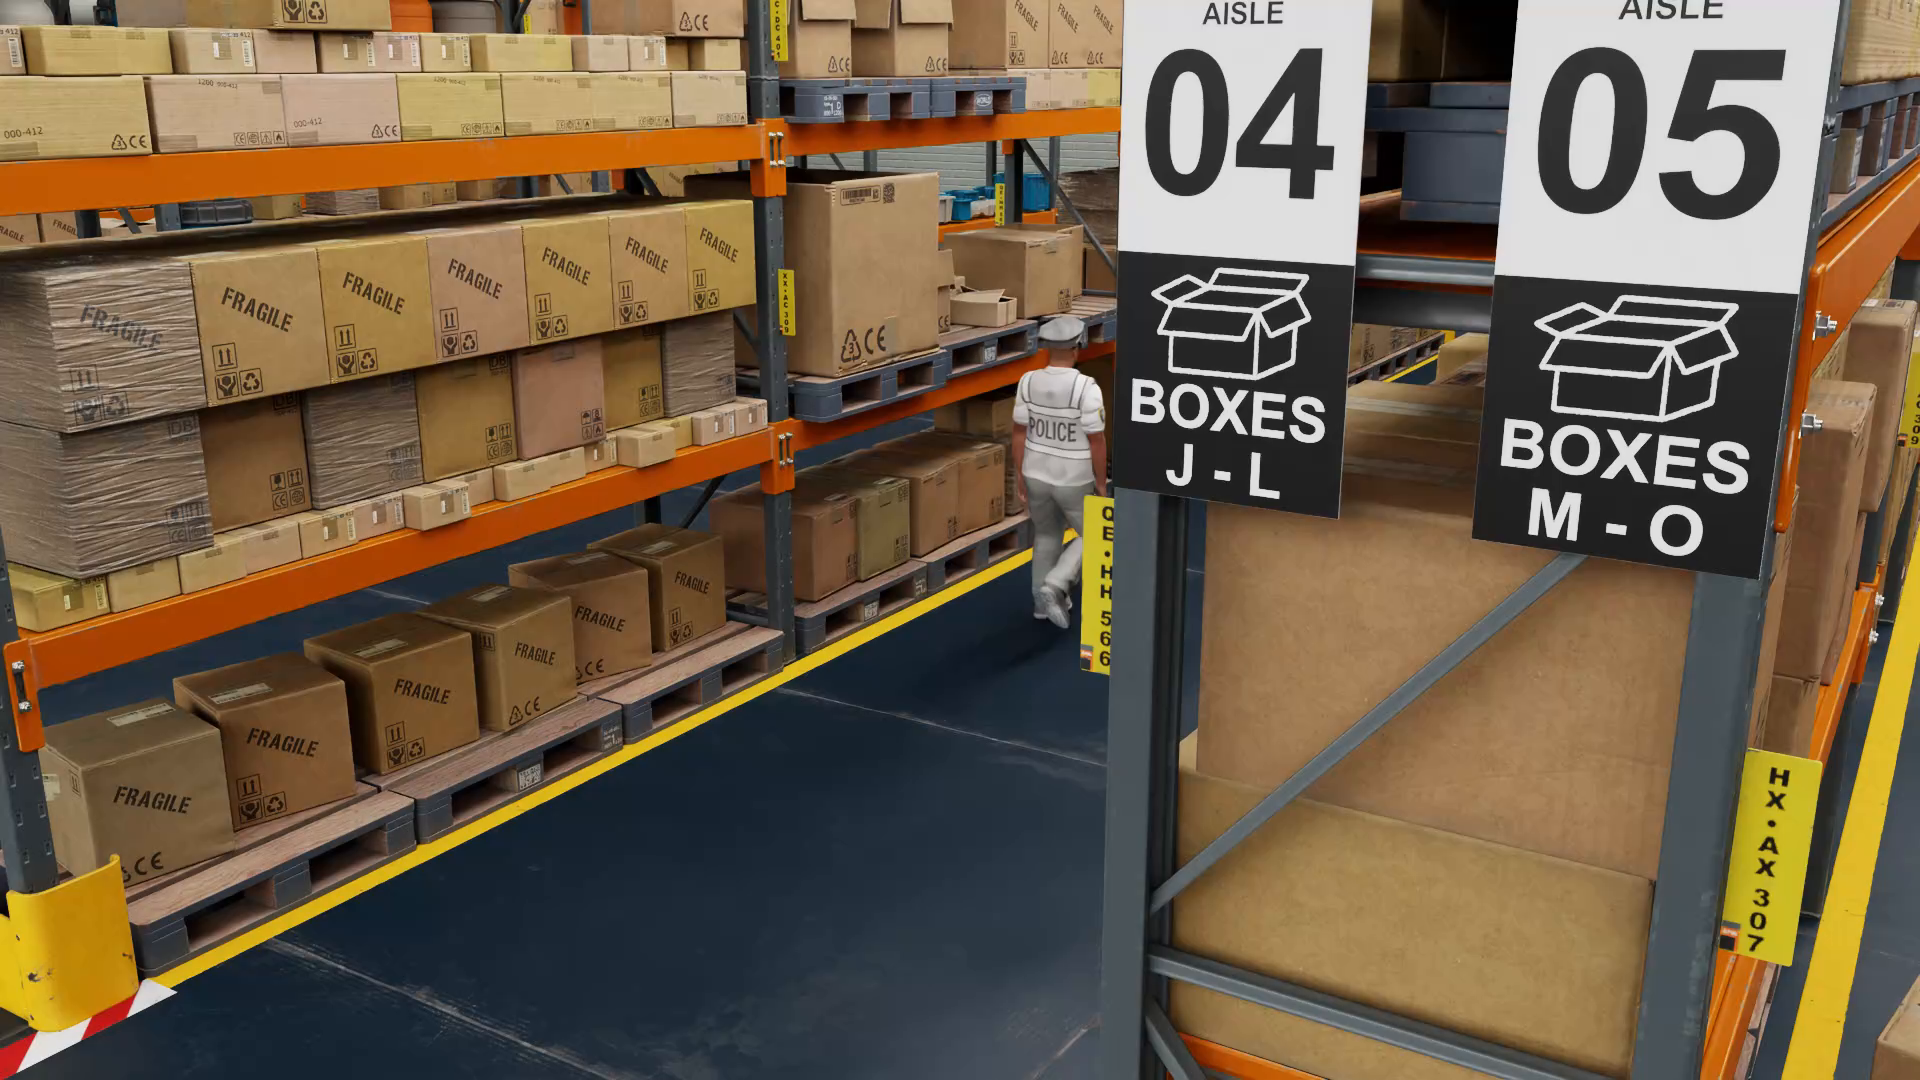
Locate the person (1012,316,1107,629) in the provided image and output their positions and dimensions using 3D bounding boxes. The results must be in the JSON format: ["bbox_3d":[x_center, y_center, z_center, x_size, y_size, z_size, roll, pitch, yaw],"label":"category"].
[{"bbox_3d":[0.566,-0.363,9.207,0.558,1.751,0.633,10,19,31],"label":"person"}]
